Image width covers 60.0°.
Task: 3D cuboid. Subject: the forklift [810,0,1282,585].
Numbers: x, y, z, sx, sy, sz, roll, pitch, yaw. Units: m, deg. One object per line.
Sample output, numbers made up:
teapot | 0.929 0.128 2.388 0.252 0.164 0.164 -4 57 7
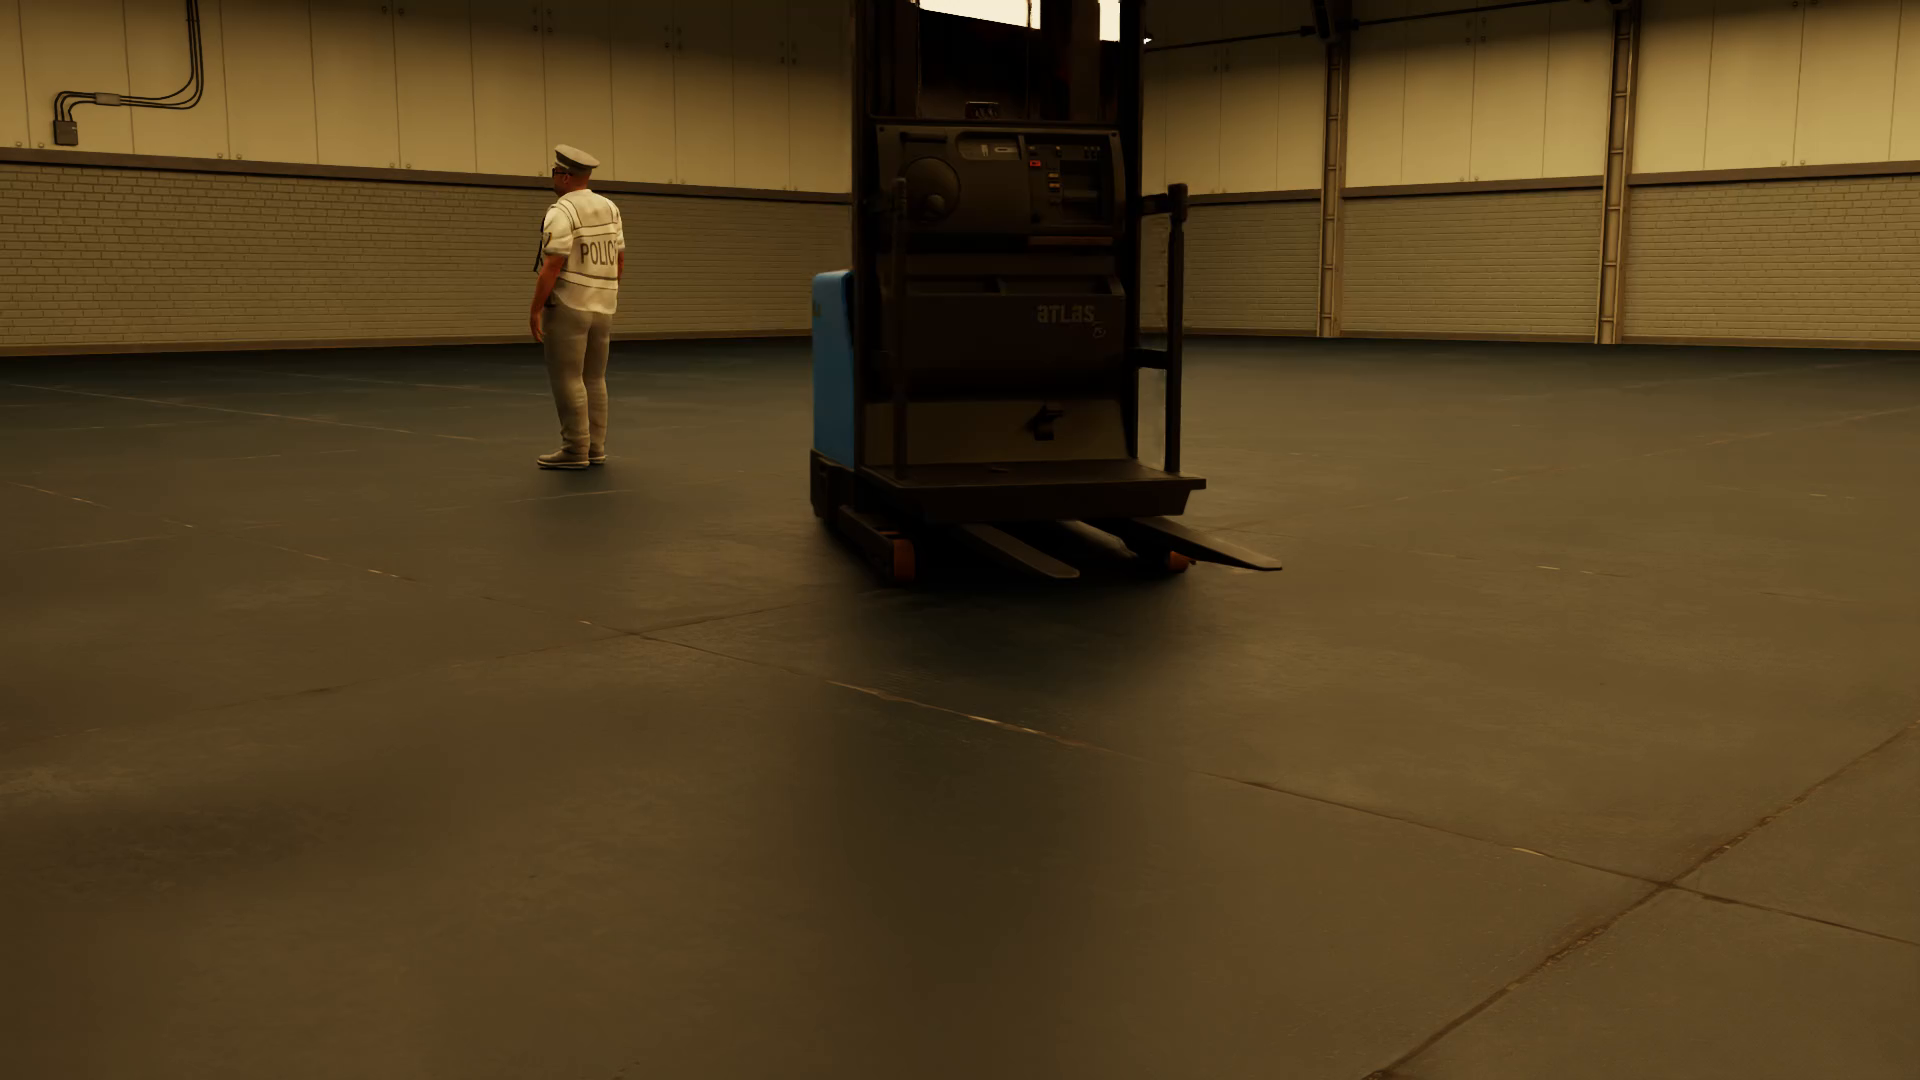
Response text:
forklift | 0.207 -1.356 5.876 1.130 2.935 3.031 -2 9 -14

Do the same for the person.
person | -2.202 -1.298 9.305 0.576 1.780 0.640 5 10 29
